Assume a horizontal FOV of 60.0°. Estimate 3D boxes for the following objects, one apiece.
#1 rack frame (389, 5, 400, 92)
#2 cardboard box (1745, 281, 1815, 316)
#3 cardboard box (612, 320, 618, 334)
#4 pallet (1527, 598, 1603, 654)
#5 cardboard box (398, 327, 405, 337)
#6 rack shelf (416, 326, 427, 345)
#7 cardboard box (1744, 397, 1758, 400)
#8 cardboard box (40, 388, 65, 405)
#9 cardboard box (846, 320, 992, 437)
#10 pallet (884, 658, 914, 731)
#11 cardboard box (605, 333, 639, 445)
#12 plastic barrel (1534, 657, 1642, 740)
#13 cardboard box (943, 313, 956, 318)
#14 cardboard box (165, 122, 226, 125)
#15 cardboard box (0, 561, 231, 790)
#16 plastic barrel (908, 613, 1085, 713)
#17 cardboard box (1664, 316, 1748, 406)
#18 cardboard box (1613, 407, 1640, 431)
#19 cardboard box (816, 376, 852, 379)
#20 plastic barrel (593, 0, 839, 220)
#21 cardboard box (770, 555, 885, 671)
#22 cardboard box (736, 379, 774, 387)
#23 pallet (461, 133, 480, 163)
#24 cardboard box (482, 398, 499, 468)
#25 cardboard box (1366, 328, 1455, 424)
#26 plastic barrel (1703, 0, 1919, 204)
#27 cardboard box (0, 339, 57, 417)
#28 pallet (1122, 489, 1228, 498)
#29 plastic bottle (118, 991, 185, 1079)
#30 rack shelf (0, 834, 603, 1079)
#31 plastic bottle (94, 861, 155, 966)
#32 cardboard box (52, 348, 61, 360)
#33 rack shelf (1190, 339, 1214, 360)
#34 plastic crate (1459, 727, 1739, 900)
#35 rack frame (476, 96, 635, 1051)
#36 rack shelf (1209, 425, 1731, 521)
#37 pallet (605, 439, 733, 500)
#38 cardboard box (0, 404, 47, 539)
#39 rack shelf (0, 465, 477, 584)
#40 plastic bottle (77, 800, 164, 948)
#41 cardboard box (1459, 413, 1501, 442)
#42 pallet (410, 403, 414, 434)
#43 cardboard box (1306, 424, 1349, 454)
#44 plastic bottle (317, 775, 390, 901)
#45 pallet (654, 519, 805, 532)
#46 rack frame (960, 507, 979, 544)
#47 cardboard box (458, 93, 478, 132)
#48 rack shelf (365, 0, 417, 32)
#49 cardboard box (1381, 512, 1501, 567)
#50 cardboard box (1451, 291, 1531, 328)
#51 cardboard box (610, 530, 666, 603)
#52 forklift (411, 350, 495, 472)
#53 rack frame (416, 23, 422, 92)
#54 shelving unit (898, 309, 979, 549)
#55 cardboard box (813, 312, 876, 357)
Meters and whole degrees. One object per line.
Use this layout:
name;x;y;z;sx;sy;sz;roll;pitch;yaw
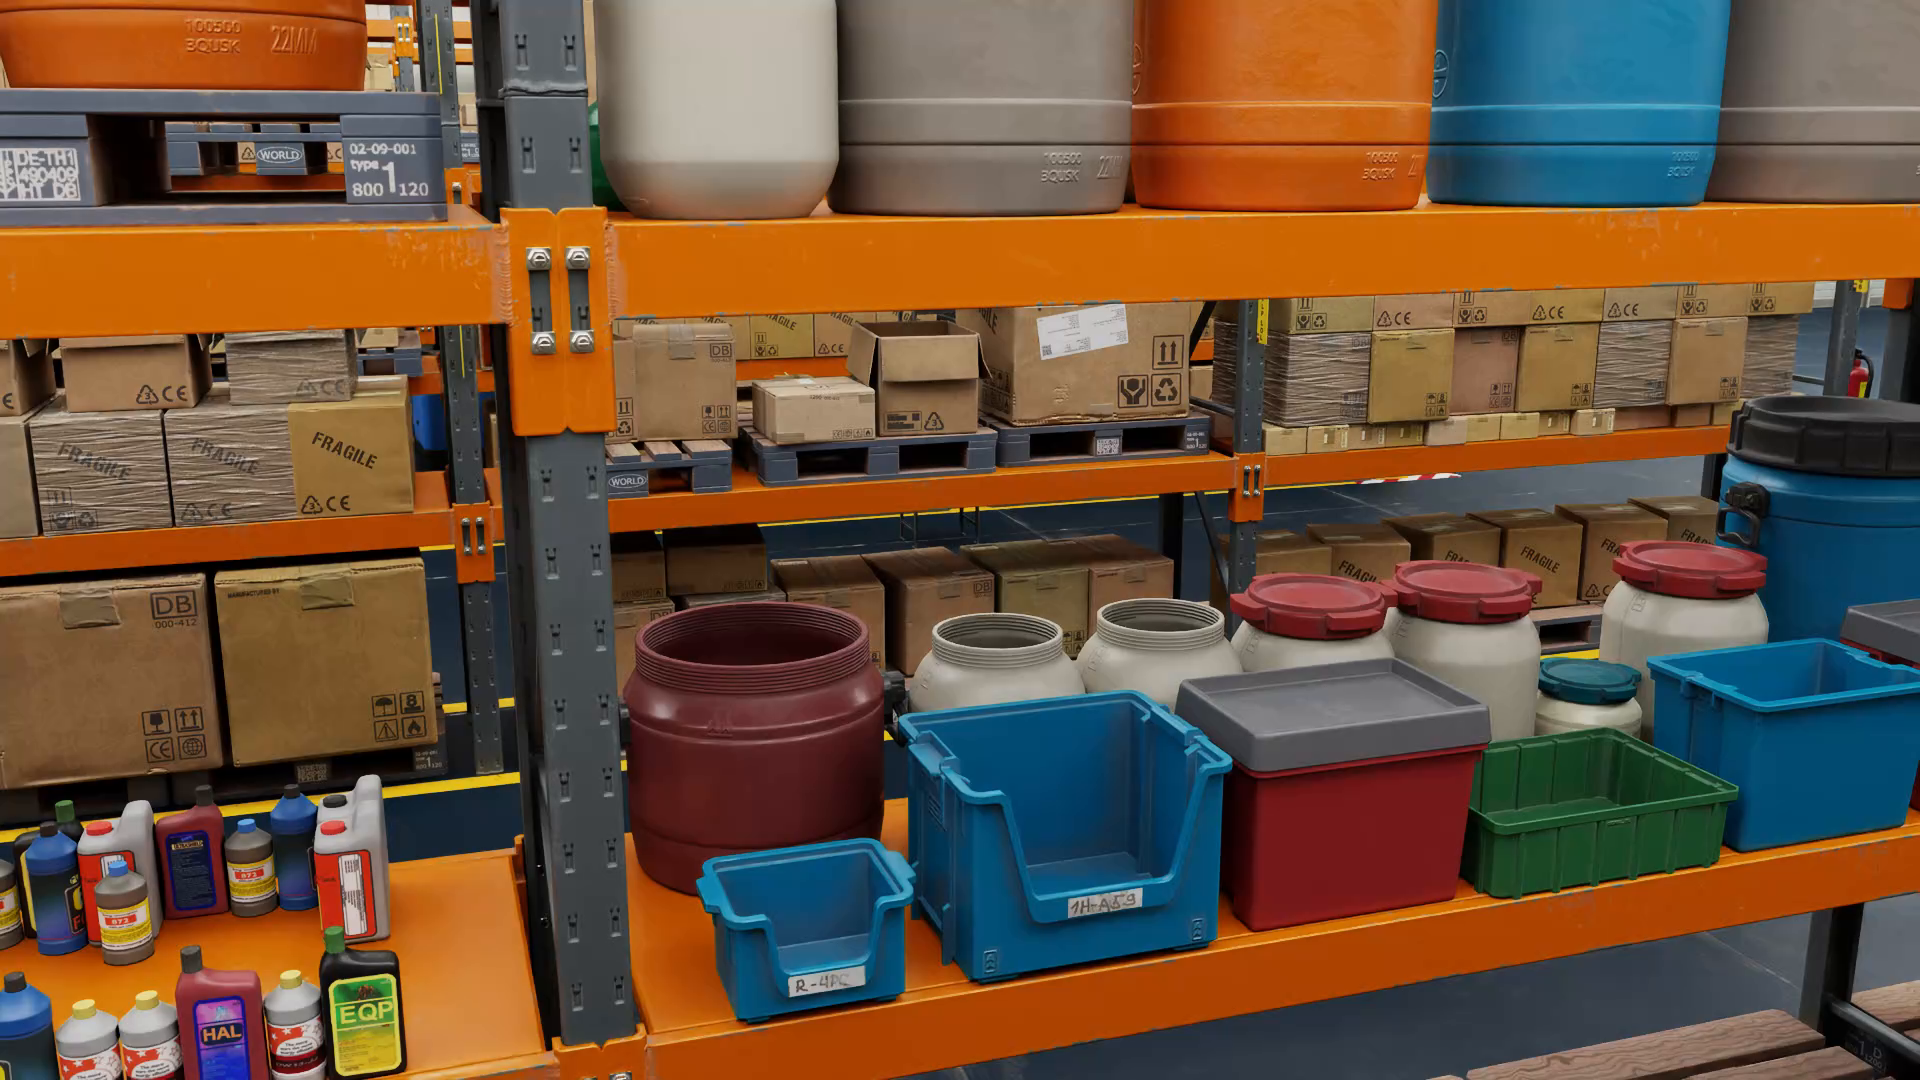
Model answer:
rack frame;-7.146;-6.627;21.057;0.127;3.000;1.000;-4;14;-18
cardboard box;4.741;-1.622;9.960;0.500;0.500;0.500;-4;14;-18
cardboard box;-2.892;-1.602;12.682;0.500;0.500;0.500;-5;14;-19
pallet;3.176;0.467;10.225;1.213;0.211;1.003;-4;14;-18
cardboard box;-4.373;-1.635;12.670;0.250;0.149;0.380;-5;14;-19
rack shelf;-7.455;-2.122;16.638;4.000;0.370;1.077;-4;14;-18
cardboard box;4.742;-0.830;10.193;0.250;0.149;0.380;-4;14;-18
cardboard box;-4.393;-0.405;7.649;0.500;0.500;0.500;-4;14;-18
cardboard box;-0.221;-0.848;8.595;0.637;0.503;0.797;-3;14;-12
pallet;-0.503;0.764;8.977;1.213;0.211;1.003;-4;14;-18
cardboard box;-1.899;-0.748;8.182;0.500;0.500;0.500;-6;15;-25
plastic barrel;1.669;0.476;4.459;0.301;0.262;0.301;0;13;0
cardboard box;0.252;-1.940;13.992;0.550;0.550;0.875;-4;14;-18
cardboard box;-5.290;-2.876;11.554;0.500;0.500;0.500;-4;14;-18
cardboard box;-3.906;0.493;7.771;0.875;0.875;1.225;-4;14;-18
plastic barrel;0.088;0.463;3.974;0.421;0.512;0.421;0;13;0
cardboard box;4.218;-1.132;10.063;0.500;0.500;0.875;-4;14;-18
cardboard box;3.800;-0.753;9.867;0.250;0.149;0.380;-4;14;-18
cardboard box;-1.172;-1.679;16.986;0.500;0.500;0.500;-4;14;-18
plastic barrel;-0.427;-0.830;2.925;0.421;0.512;0.421;0;13;0
cardboard box;-0.713;0.415;8.869;0.500;0.500;0.700;-3;14;-13
cardboard box;-2.264;-1.802;18.507;0.625;0.372;0.950;-4;14;-17
pallet;-3.291;-2.968;12.566;1.003;0.211;1.213;-4;14;-15
cardboard box;-3.279;-0.677;12.960;0.750;0.750;1.050;-5;14;-19
cardboard box;2.324;-0.984;9.438;0.500;0.500;0.875;-4;14;-18
plastic barrel;1.940;-1.225;3.746;0.600;0.901;0.600;0;13;0
cardboard box;-4.349;-0.834;7.284;0.637;0.503;0.797;-4;14;-16
pallet;1.811;-0.610;14.752;1.213;0.211;1.003;-4;14;-18
plastic bottle;-1.400;0.881;2.884;0.097;0.201;0.097;0;13;0
rack shelf;-2.714;1.137;2.934;4.000;0.370;1.077;-4;14;-18
plastic bottle;-1.713;0.758;3.405;0.097;0.201;0.097;0;13;0
cardboard box;-6.177;-1.333;11.402;0.250;0.149;0.380;-5;14;-21
rack shelf;1.802;-1.635;14.587;4.000;0.370;1.077;-4;14;-18
plastic crate;1.412;0.638;3.936;0.662;0.188;0.450;-4;14;-18
rack frame;-0.819;0.640;3.471;0.127;3.000;1.000;-4;14;-18
rack shelf;3.288;-0.539;9.983;4.000;0.370;1.077;-4;14;-18
pallet;-1.757;-0.429;8.379;1.003;0.211;1.213;-4;14;-18
cardboard box;-4.235;-0.292;7.174;0.500;0.500;0.500;-4;14;-17
rack shelf;-4.294;0.051;7.500;4.000;0.370;1.077;-4;14;-18
plastic bottle;-1.770;0.695;3.506;0.135;0.276;0.152;-4;14;-18
cardboard box;2.869;-0.667;9.508;0.250;0.149;0.380;-4;14;-18
pallet;-6.330;-1.222;17.323;1.213;0.211;1.003;-4;14;-18
cardboard box;1.934;-0.585;9.163;0.250;0.149;0.380;-4;14;-18
plastic bottle;-1.332;0.661;3.649;0.135;0.276;0.152;-4;14;-18
pallet;-1.959;-0.316;13.515;1.213;0.211;1.003;-4;14;-18
rack frame;0.074;-1.027;12.424;0.015;2.100;0.400;-4;14;-18
cardboard box;-6.381;-5.469;21.332;0.500;0.500;0.500;-4;14;-18
rack shelf;-5.780;-3.768;11.457;4.000;0.370;1.077;-4;14;-18
cardboard box;2.888;0.142;10.057;0.500;0.500;0.500;-6;15;-23
cardboard box;2.848;-1.473;9.334;0.500;0.500;0.500;-4;14;-18
cardboard box;-1.773;0.135;8.425;0.500;0.250;0.500;-4;14;-16
forklift;-3.513;-2.152;15.355;3.031;2.935;1.130;-6;15;-23
rack frame;-3.884;-4.460;11.948;0.127;3.000;1.000;-4;14;-18
shelving unit;-0.157;-1.009;12.348;0.503;2.100;0.431;-4;14;-18
cardboard box;-0.982;-1.751;13.307;0.500;0.500;0.500;-5;14;-19
